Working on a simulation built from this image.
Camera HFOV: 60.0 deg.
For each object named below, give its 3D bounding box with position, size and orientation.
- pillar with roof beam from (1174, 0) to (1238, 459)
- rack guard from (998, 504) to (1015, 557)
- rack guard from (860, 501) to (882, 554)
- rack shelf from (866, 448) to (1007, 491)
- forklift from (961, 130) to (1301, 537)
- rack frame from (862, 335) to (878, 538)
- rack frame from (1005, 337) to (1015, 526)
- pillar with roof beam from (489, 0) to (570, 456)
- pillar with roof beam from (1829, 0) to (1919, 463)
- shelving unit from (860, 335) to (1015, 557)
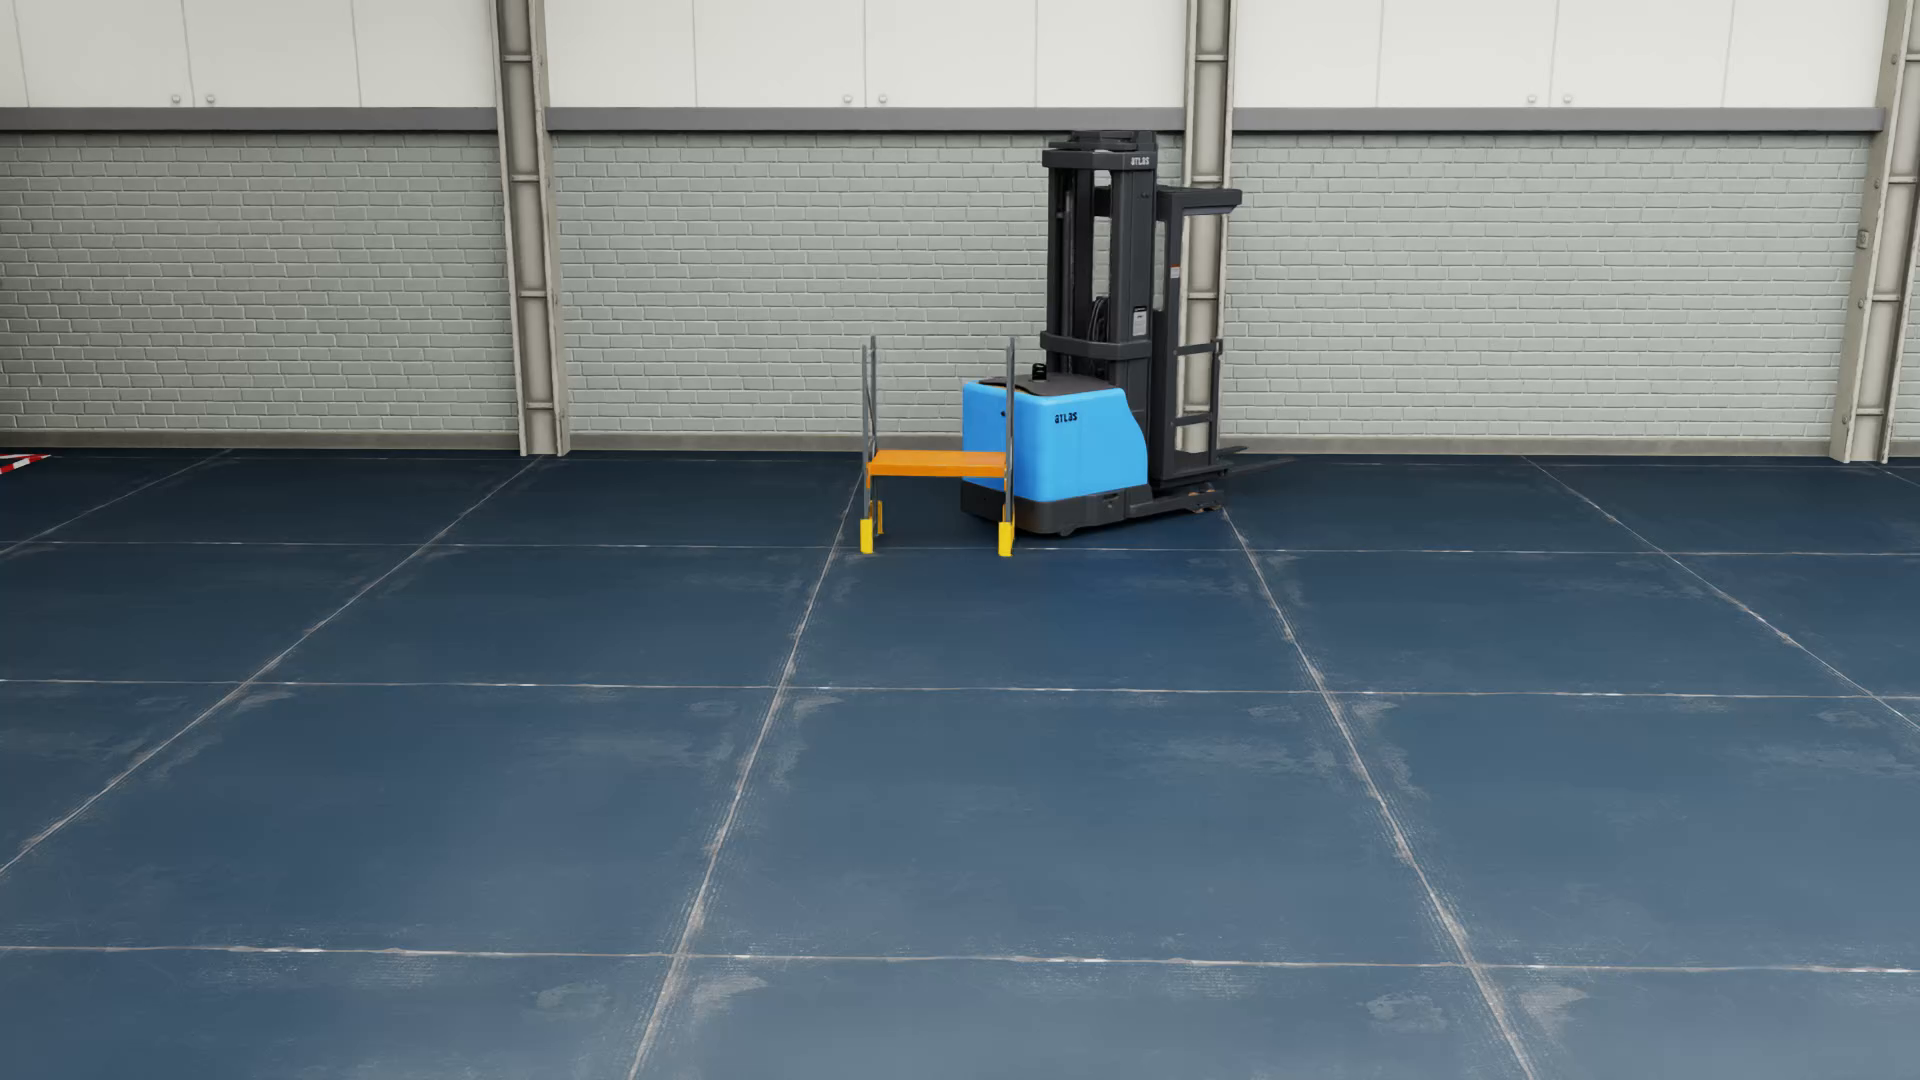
[{"bbox_3d":[2.049,-4.025,9.957,0.400,9.000,9.100,0,15,1],"label":"pillar with roof beam"},{"bbox_3d":[0.341,-0.075,12.136,0.087,0.250,0.587,1,15,5],"label":"rack guard"},{"bbox_3d":[-0.651,-0.098,12.220,0.087,0.250,0.587,1,15,5],"label":"rack guard"},{"bbox_3d":[-0.146,-0.517,12.064,1.000,0.185,0.538,1,15,5],"label":"rack shelf"},{"bbox_3d":[1.486,-1.722,13.120,3.031,2.935,1.130,-11,18,-36],"label":"forklift"},{"bbox_3d":[-0.652,-0.702,12.061,0.032,1.500,0.500,1,15,5],"label":"rack frame"},{"bbox_3d":[0.361,-0.679,11.975,0.032,1.500,0.500,1,15,5],"label":"rack frame"},{"bbox_3d":[-3.949,-4.064,10.106,0.400,9.000,9.100,0,15,1],"label":"pillar with roof beam"},{"bbox_3d":[8.047,-3.986,9.809,0.400,9.000,9.100,0,15,1],"label":"pillar with roof beam"},{"bbox_3d":[-0.155,-0.691,12.019,1.083,1.500,0.587,1,15,5],"label":"shelving unit"}]
